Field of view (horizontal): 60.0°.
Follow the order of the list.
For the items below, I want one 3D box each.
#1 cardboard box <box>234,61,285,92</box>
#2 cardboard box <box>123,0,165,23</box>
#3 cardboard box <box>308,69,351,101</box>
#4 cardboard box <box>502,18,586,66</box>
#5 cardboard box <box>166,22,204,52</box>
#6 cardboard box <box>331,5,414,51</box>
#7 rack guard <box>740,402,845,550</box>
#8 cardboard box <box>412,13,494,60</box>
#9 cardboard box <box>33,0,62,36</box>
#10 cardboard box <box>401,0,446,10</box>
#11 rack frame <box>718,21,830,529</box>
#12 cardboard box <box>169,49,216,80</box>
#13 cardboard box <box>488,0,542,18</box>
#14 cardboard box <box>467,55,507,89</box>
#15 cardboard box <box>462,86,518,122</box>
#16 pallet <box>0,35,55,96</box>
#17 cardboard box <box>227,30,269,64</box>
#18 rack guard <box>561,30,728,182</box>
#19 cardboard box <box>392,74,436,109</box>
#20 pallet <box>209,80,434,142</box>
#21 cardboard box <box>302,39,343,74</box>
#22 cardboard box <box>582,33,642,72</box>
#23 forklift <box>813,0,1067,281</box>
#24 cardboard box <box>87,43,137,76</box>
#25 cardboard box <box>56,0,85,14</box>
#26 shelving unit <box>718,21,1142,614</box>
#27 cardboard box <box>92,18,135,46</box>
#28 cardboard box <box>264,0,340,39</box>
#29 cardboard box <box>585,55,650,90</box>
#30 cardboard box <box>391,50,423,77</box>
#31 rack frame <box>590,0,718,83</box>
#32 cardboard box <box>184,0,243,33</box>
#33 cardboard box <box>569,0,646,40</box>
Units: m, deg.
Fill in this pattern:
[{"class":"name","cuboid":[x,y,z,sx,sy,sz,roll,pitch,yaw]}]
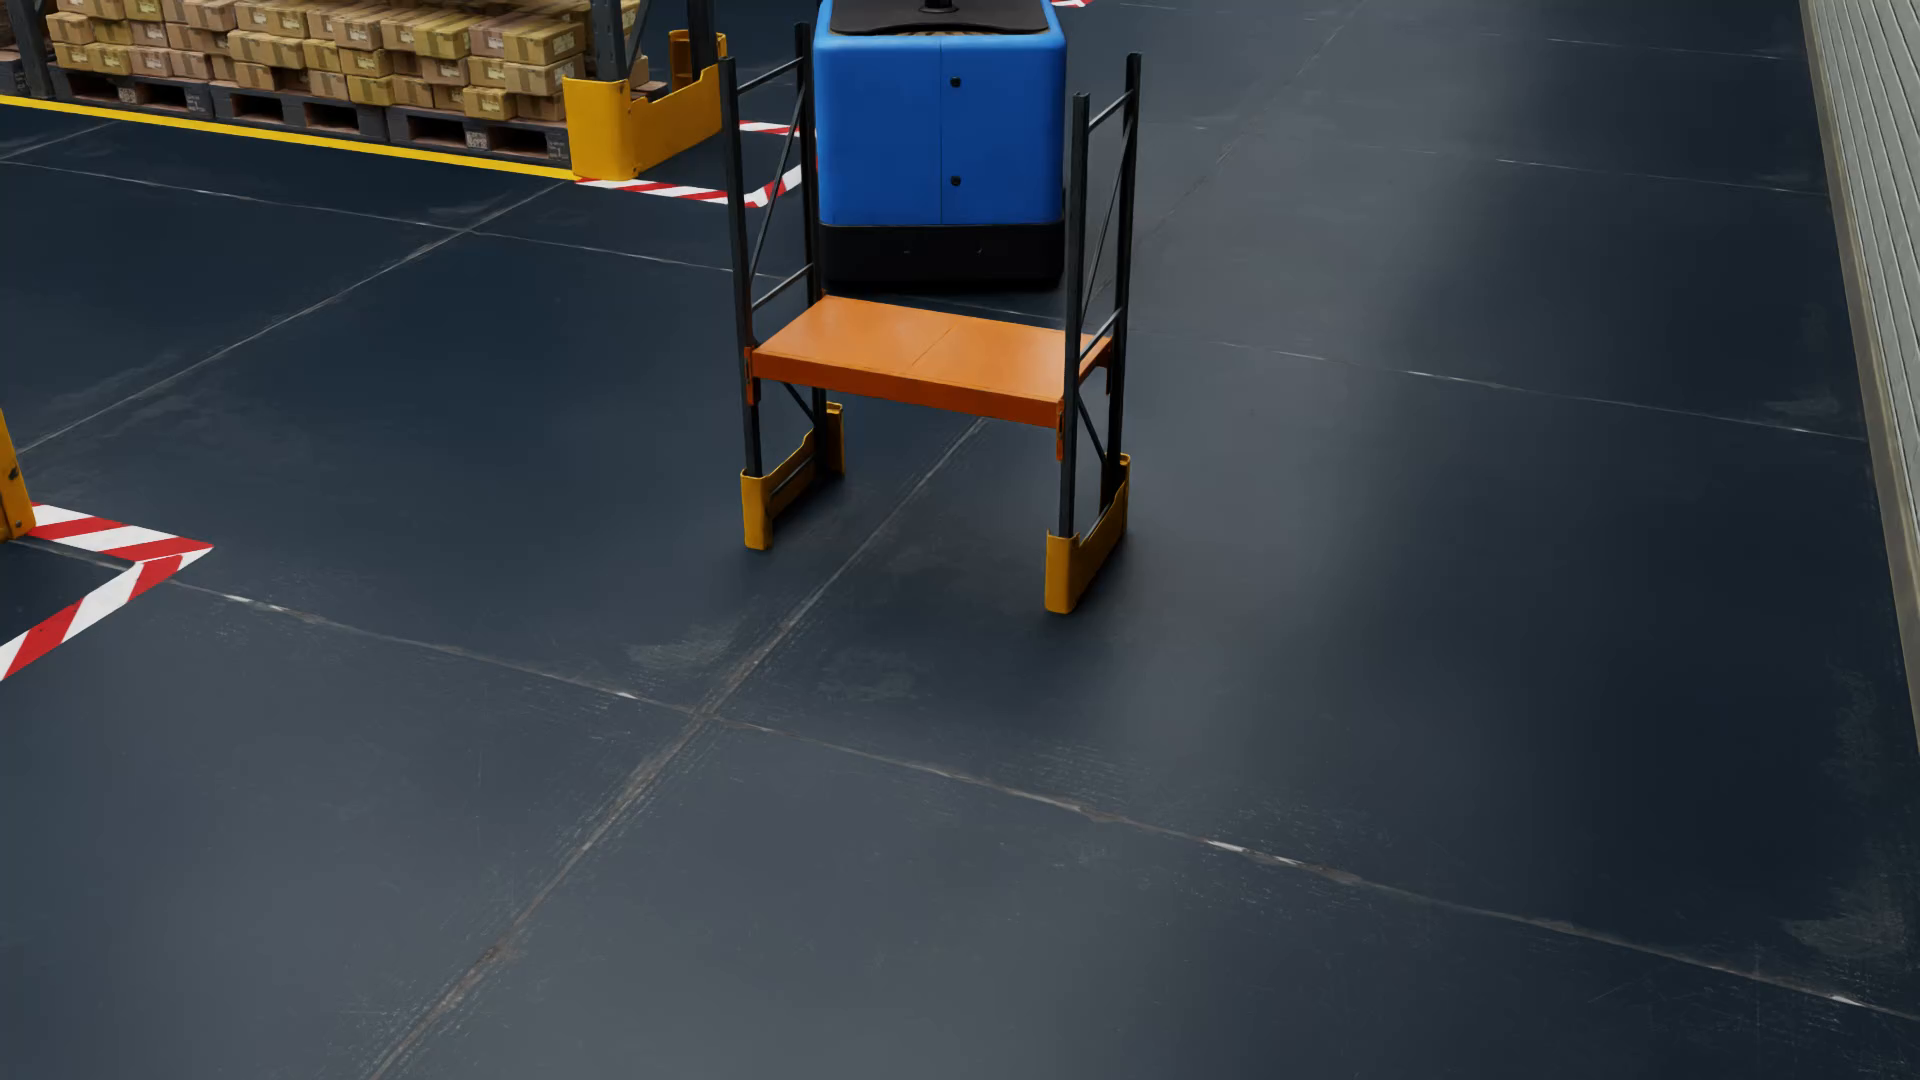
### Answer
[{"class":"cardboard box","cuboid":[-3.847,-2.655,9.370,0.250,0.149,0.380,10,31,18]},{"class":"cardboard box","cuboid":[-4.554,-3.089,9.533,0.250,0.149,0.380,11,31,18]},{"class":"cardboard box","cuboid":[-3.369,-2.561,9.202,0.250,0.149,0.380,12,32,20]},{"class":"cardboard box","cuboid":[-2.161,-2.592,8.653,0.250,0.149,0.380,12,32,20]},{"class":"cardboard box","cuboid":[-4.309,-2.921,9.538,0.250,0.149,0.380,10,31,17]},{"class":"cardboard box","cuboid":[-3.146,-2.756,8.943,0.250,0.149,0.380,12,32,21]},{"class":"rack guard","cuboid":[-0.532,-0.215,5.376,0.087,0.250,0.587,11,31,19]},{"class":"cardboard box","cuboid":[-2.660,-2.655,8.764,0.250,0.149,0.380,11,31,18]},{"class":"cardboard box","cuboid":[-5.866,-3.501,10.510,0.500,0.500,0.500,13,32,21]},{"class":"cardboard box","cuboid":[-2.933,-3.026,9.422,0.250,0.149,0.380,13,32,21]},{"class":"rack frame","cuboid":[-0.550,-0.763,5.075,0.032,1.500,0.500,11,31,19]},{"class":"cardboard box","cuboid":[-4.314,-2.781,9.593,0.250,0.149,0.380,11,31,18]},{"class":"cardboard box","cuboid":[-2.419,-2.963,9.309,0.250,0.149,0.380,11,31,19]},{"class":"cardboard box","cuboid":[-2.393,-2.521,8.829,0.250,0.149,0.380,11,31,18]},{"class":"cardboard box","cuboid":[-2.418,-2.354,8.838,0.250,0.149,0.380,12,32,21]},{"class":"pallet","cuboid":[-6.003,-3.078,10.482,1.213,0.211,1.003,11,31,19]},{"class":"cardboard box","cuboid":[-3.853,-2.784,9.296,0.250,0.149,0.380,11,31,19]},{"class":"rack guard","cuboid":[-1.645,-2.335,8.873,0.348,0.500,1.175,11,31,19]},{"class":"cardboard box","cuboid":[-2.864,-2.482,9.064,0.250,0.149,0.380,12,31,20]},{"class":"pallet","cuboid":[-3.511,-2.602,9.639,1.213,0.211,1.003,11,31,19]},{"class":"cardboard box","cuboid":[-3.369,-2.689,9.127,0.250,0.149,0.380,13,32,22]},{"class":"cardboard box","cuboid":[-1.964,-2.694,9.136,0.250,0.149,0.380,13,32,21]},{"class":"forklift","cuboid":[-0.129,-3.061,7.687,1.130,2.935,3.031,-1,29,-2]},{"class":"cardboard box","cuboid":[-4.818,-2.828,9.675,0.250,0.149,0.380,12,32,21]},{"class":"cardboard box","cuboid":[-5.040,-3.192,9.714,0.250,0.149,0.380,13,32,21]},{"class":"shelving unit","cuboid":[-0.071,-0.667,4.906,1.083,1.500,0.587,11,31,19]},{"class":"cardboard box","cuboid":[-4.798,-3.001,9.680,0.250,0.149,0.380,12,31,19]},{"class":"cardboard box","cuboid":[-3.602,-2.891,9.182,0.250,0.149,0.380,11,31,19]},{"class":"cardboard box","cuboid":[-1.940,-2.594,9.261,0.250,0.149,0.380,12,32,20]},{"class":"cardboard box","cuboid":[-2.864,-2.640,9.040,0.250,0.149,0.380,11,31,19]},{"class":"rack frame","cuboid":[-1.575,-3.409,8.233,0.127,3.000,1.000,11,31,19]},{"class":"cardboard box","cuboid":[-4.099,-2.967,9.317,0.250,0.149,0.380,12,32,20]},{"class":"cardboard box","cuboid":[-1.933,-2.862,9.130,0.250,0.149,0.380,10,31,17]}]
